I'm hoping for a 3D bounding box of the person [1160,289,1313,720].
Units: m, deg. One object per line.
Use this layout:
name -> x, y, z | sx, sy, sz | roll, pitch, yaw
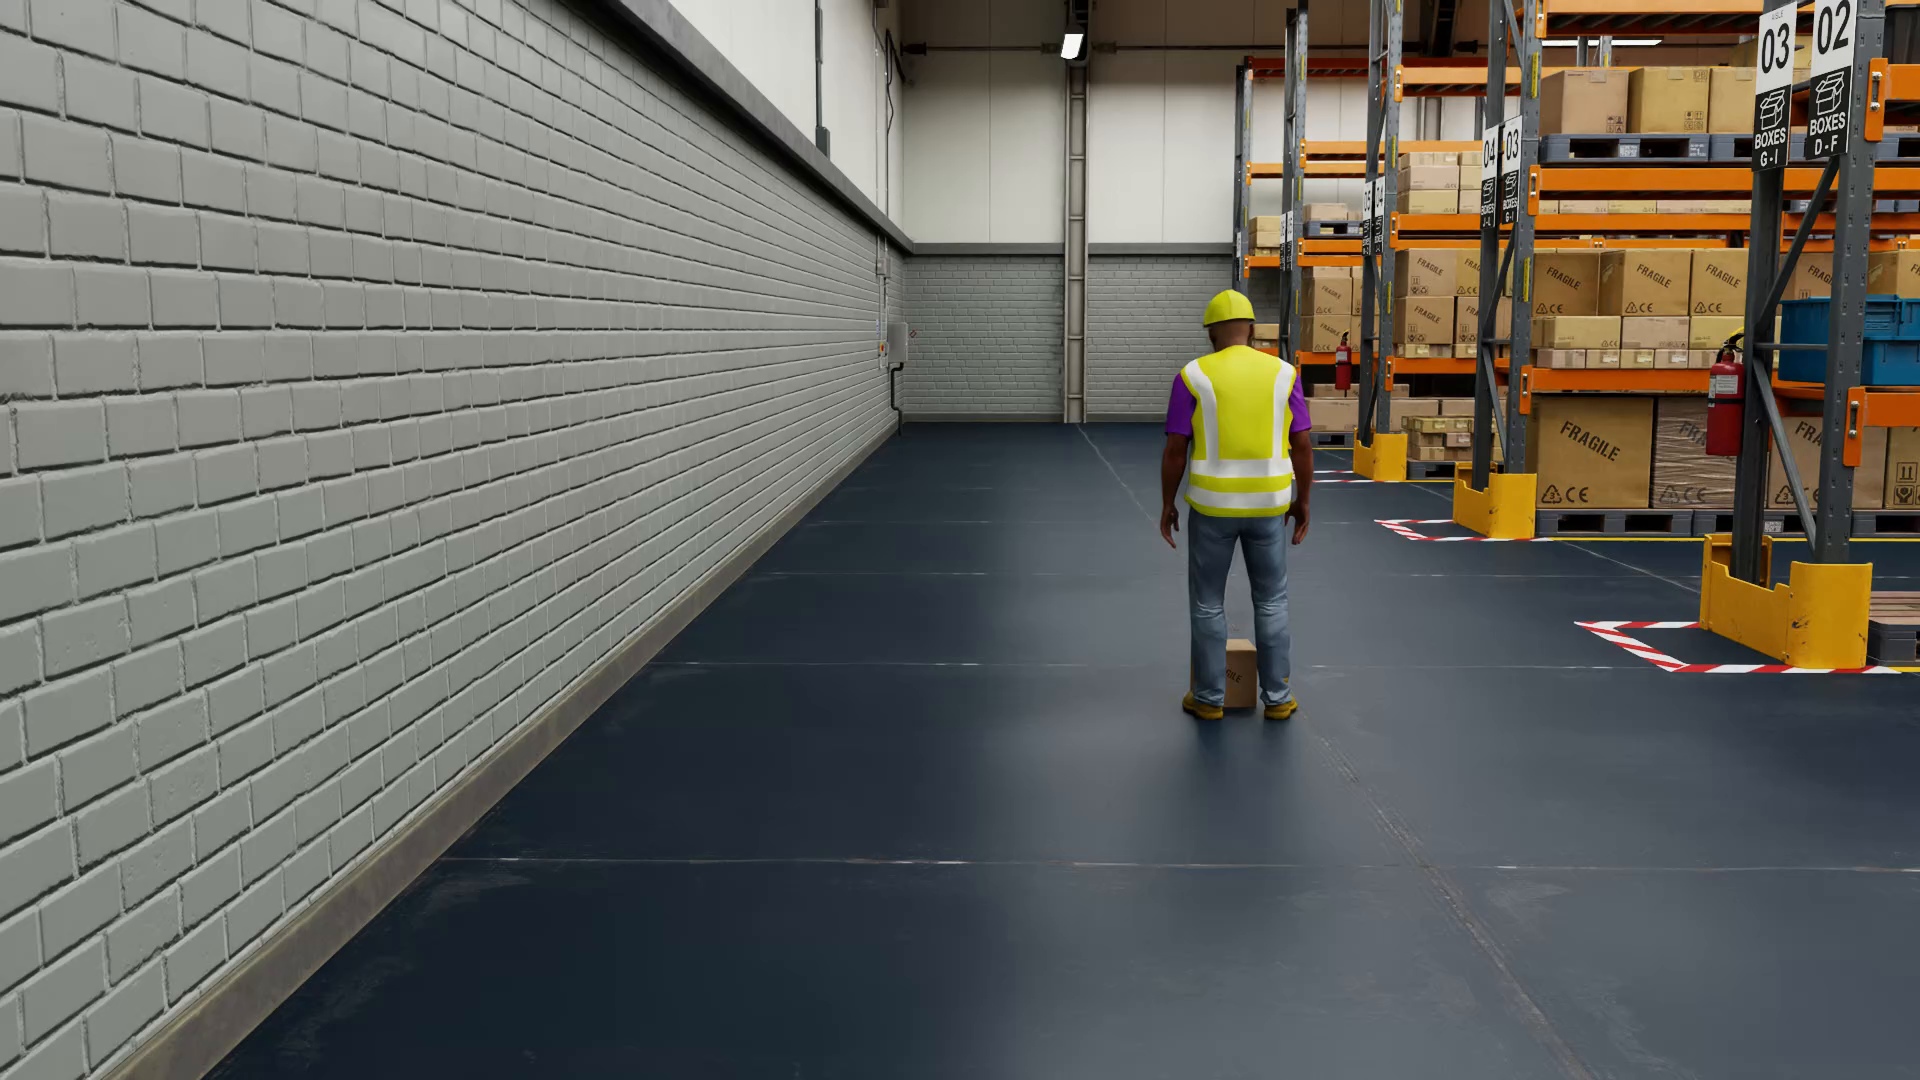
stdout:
person -> 1.134, -0.145, 6.850 | 0.632, 1.759, 0.461 | 0, 7, -2
